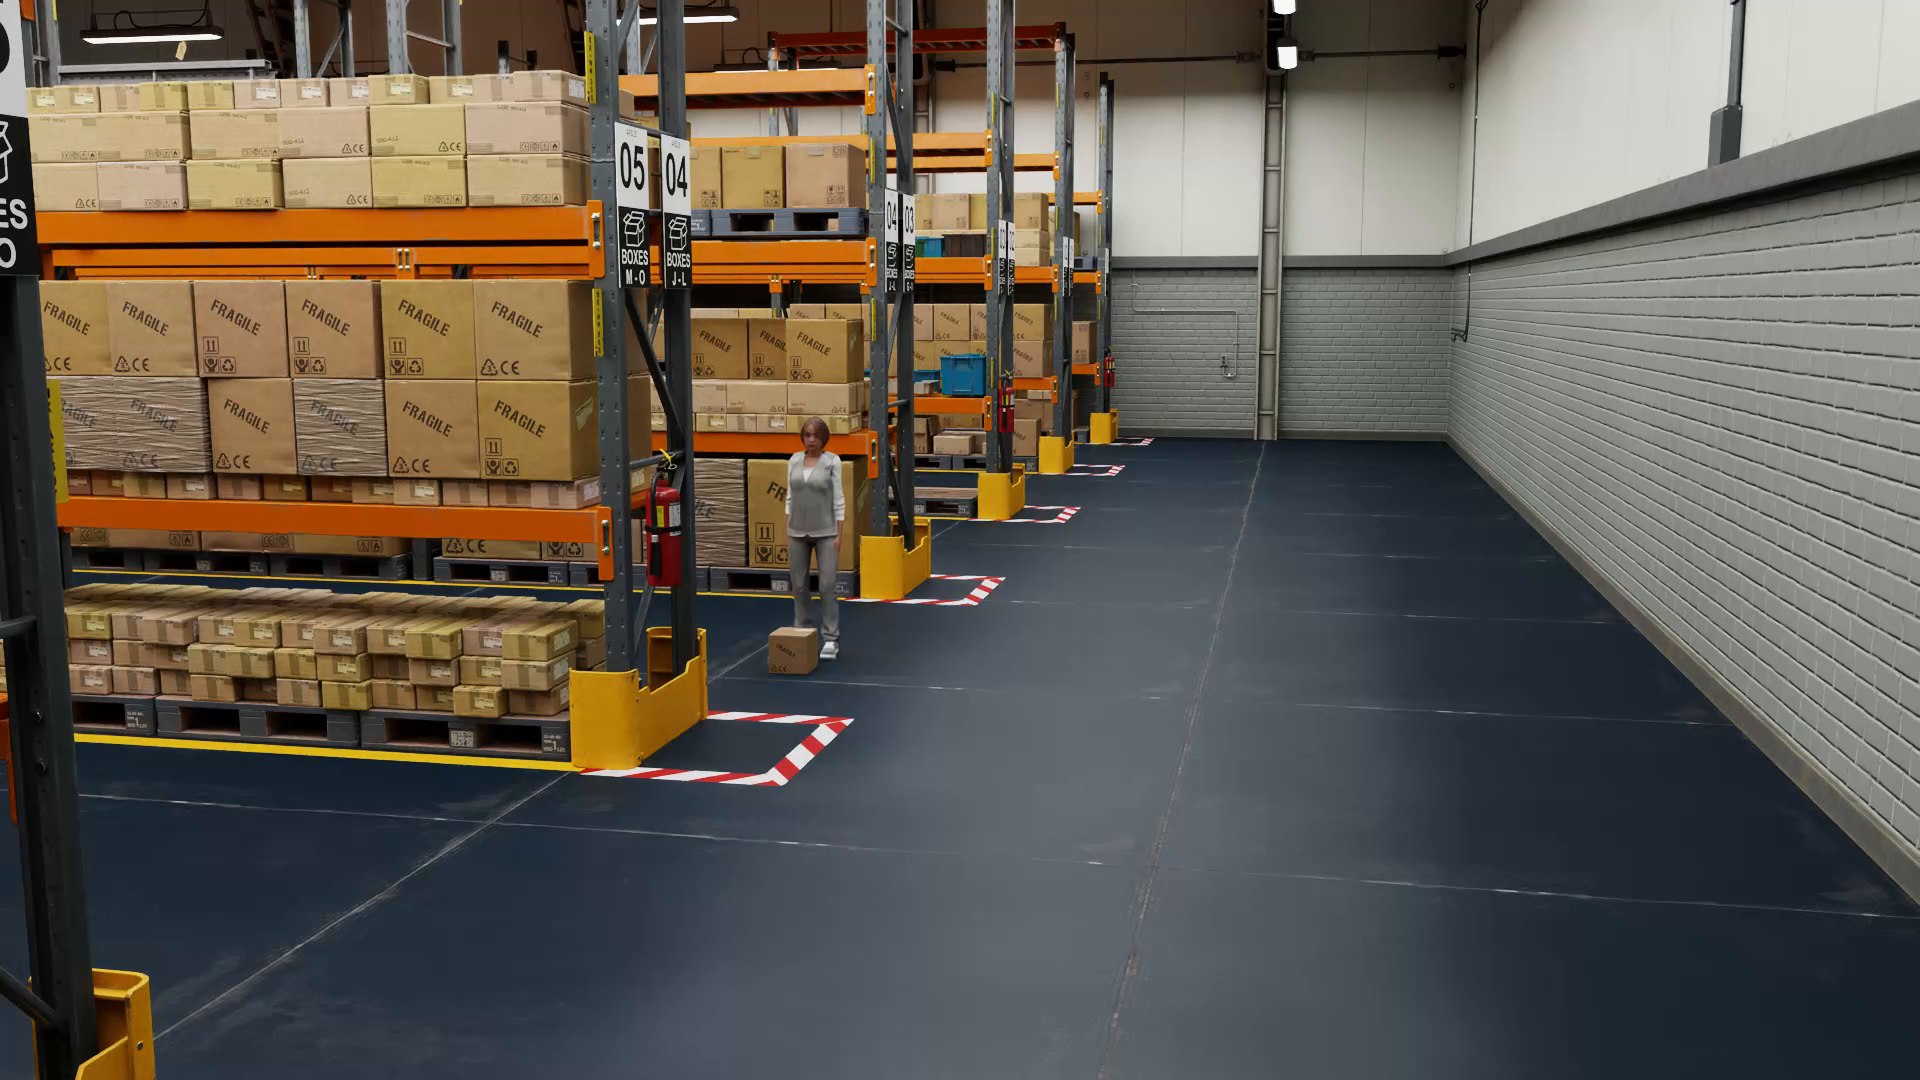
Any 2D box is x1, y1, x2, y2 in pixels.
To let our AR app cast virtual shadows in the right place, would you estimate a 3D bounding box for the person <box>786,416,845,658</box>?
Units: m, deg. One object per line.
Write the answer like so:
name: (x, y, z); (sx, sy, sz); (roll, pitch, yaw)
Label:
person: (-0.958, -0.020, 11.002); (0.408, 1.597, 0.325); (2, 8, 12)
